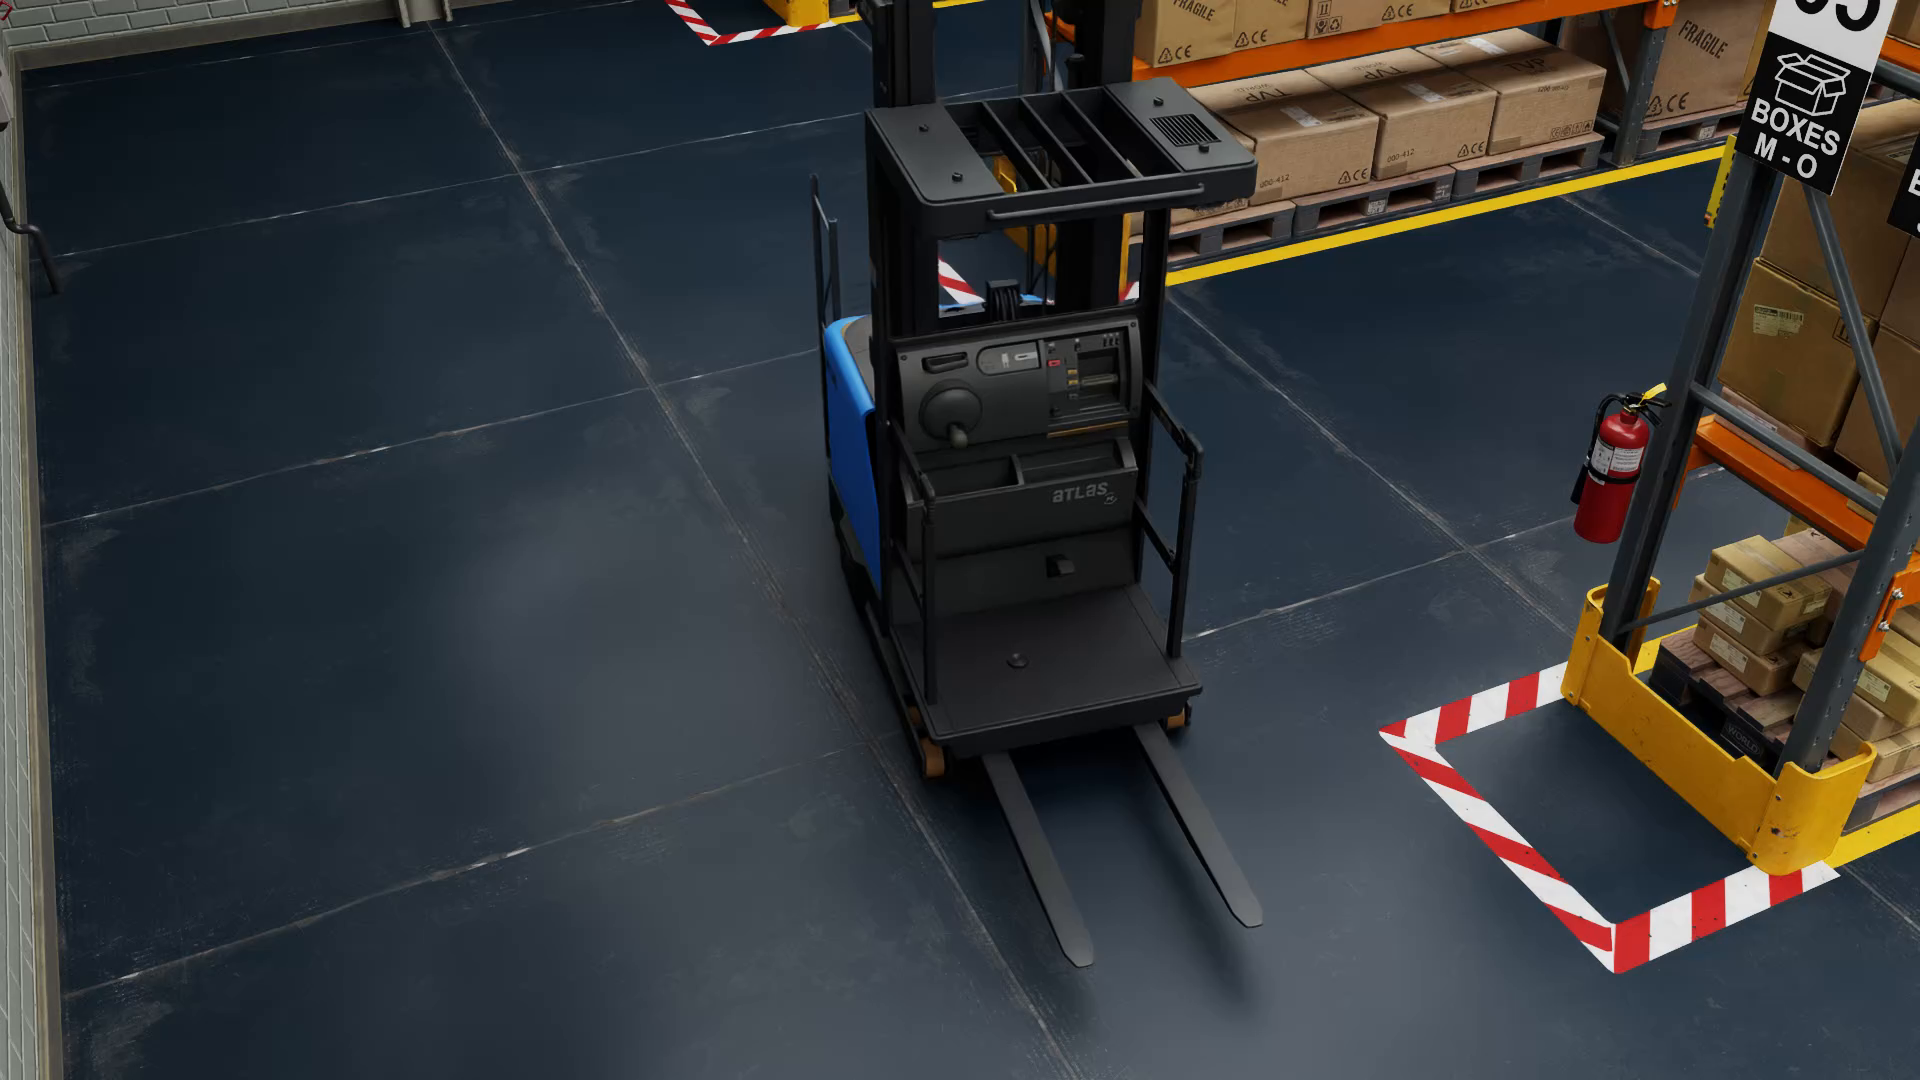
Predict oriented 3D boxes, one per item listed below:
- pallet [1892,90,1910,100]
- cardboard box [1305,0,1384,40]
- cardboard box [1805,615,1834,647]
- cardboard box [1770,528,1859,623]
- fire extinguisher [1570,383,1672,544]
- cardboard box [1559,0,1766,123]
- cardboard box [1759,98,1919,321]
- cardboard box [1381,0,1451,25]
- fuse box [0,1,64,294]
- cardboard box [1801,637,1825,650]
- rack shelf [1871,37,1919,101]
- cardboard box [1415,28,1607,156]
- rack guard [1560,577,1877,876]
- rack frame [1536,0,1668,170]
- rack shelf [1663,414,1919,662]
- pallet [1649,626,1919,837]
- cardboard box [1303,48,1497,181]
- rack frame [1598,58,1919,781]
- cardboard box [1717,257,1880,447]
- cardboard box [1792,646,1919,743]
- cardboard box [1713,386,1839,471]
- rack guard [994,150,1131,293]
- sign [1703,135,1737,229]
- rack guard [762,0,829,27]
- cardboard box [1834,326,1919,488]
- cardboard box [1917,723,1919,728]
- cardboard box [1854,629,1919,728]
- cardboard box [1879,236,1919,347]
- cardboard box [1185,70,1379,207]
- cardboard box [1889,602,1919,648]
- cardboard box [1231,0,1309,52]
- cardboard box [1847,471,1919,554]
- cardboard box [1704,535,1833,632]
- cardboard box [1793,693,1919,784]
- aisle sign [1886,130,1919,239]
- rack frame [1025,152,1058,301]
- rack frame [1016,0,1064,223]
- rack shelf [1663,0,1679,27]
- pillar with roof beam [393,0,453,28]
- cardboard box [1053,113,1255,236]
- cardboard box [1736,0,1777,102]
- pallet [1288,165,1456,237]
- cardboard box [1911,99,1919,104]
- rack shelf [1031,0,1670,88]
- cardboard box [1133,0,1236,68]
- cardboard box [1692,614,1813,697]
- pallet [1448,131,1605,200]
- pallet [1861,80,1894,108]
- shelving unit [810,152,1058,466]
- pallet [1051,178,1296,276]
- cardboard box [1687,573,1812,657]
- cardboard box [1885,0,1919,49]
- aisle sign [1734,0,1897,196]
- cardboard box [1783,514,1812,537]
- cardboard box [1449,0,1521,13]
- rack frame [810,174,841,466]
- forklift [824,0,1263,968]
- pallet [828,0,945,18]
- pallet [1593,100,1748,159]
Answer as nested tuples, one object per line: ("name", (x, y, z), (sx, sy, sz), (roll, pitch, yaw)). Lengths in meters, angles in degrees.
("pallet", (7.107, -3.689, 12.547), (1.213, 0.211, 1.003), (-16, 39, -20))
("cardboard box", (2.081, -3.212, 9.479), (0.500, 0.500, 0.500), (-16, 39, -20))
("cardboard box", (3.421, 0.233, 6.709), (0.250, 0.149, 0.380), (-17, 40, -21))
("cardboard box", (3.429, 0.135, 6.591), (0.250, 0.149, 0.380), (-15, 39, -19))
("fire extinguisher", (2.381, -0.304, 6.019), (0.183, 0.674, 0.296), (-16, 39, -20))
("cardboard box", (4.759, -3.471, 11.343), (0.875, 0.875, 0.875), (-14, 39, -19))
("cardboard box", (3.114, -1.111, 5.556), (0.500, 0.500, 0.500), (-16, 40, -21))
("cardboard box", (2.527, -3.348, 9.662), (0.500, 0.500, 0.500), (-14, 39, -18))
("fuse box", (-5.245, -2.156, 9.220), (0.414, 1.711, 0.539), (-16, 39, -20))
("cardboard box", (3.383, 0.312, 6.852), (0.250, 0.149, 0.380), (-14, 39, -19))
("rack shelf", (4.616, -1.721, 5.639), (4.000, 0.370, 1.077), (-16, 39, -20))
("cardboard box", (3.617, -2.994, 11.067), (0.875, 0.438, 0.875), (-16, 40, -21))
("rack guard", (2.874, 0.685, 6.406), (0.348, 0.500, 1.175), (-16, 39, -20))
("rack frame", (4.231, -3.956, 10.565), (0.127, 3.000, 1.000), (-16, 39, -20))
("rack shelf", (4.616, -0.517, 6.532), (4.000, 0.370, 1.077), (-16, 39, -20))
("pallet", (3.624, 0.615, 6.744), (1.213, 0.211, 1.003), (-16, 39, -20))
("cardboard box", (2.807, -2.767, 10.761), (0.875, 0.438, 0.875), (-17, 40, -21))
("rack frame", (2.805, -0.299, 5.636), (0.127, 3.000, 1.000), (-16, 39, -20))
("cardboard box", (3.103, -0.711, 5.858), (0.500, 0.500, 0.500), (-15, 39, -19))
("cardboard box", (3.388, 0.563, 6.263), (0.250, 0.149, 0.380), (-14, 39, -18))
("cardboard box", (2.980, -0.433, 6.027), (0.250, 0.149, 0.380), (-16, 39, -20))
("rack guard", (0.589, -1.933, 9.937), (0.348, 0.500, 1.175), (-16, 39, -20))
("sign", (2.587, -1.196, 5.607), (0.005, 0.325, 0.100), (-16, 39, -20))
("rack guard", (-1.433, -4.634, 13.579), (0.348, 0.500, 1.175), (-16, 39, -20))
("cardboard box", (3.329, -0.424, 5.470), (0.500, 0.500, 0.500), (-14, 39, -18))
("cardboard box", (3.618, 0.607, 6.455), (0.250, 0.149, 0.380), (-16, 39, -20))
("cardboard box", (3.424, 0.489, 6.114), (0.250, 0.149, 0.380), (-17, 40, -22))
("cardboard box", (3.324, -0.831, 5.180), (0.500, 0.500, 0.500), (-16, 39, -20))
("cardboard box", (1.990, -2.540, 10.455), (0.875, 0.438, 0.875), (-15, 39, -19))
("cardboard box", (3.622, 0.354, 6.296), (0.250, 0.149, 0.380), (-15, 39, -19))
("cardboard box", (1.613, -3.093, 9.318), (0.500, 0.500, 0.500), (-16, 40, -21))
("cardboard box", (3.238, -0.104, 5.583), (0.250, 0.149, 0.380), (-16, 39, -20))
("cardboard box", (3.177, 0.167, 6.548), (0.250, 0.149, 0.380), (-15, 39, -19))
("cardboard box", (3.415, 0.717, 6.306), (0.250, 0.149, 0.380), (-15, 39, -19))
("aisle sign", (2.866, -1.163, 4.618), (0.004, 0.787, 0.394), (-16, 39, -20))
("rack frame", (0.389, -1.037, 7.889), (0.032, 1.500, 0.500), (-8, 37, -11))
("rack frame", (0.610, -2.943, 9.200), (0.127, 3.000, 1.000), (-16, 39, -20))
("rack shelf", (6.042, -4.173, 11.462), (4.000, 0.370, 1.077), (-16, 39, -20))
("pillar with roof beam", (-2.497, -5.511, 7.626), (0.400, 9.000, 9.100), (-16, 39, -20))
("cardboard box", (1.165, -2.304, 10.136), (0.875, 0.438, 0.875), (-17, 40, -21))
("cardboard box", (5.573, -3.704, 11.657), (0.875, 0.875, 0.875), (-14, 39, -19))
("pallet", (2.404, -2.374, 10.774), (1.213, 0.211, 1.003), (-16, 39, -20))
("cardboard box", (3.572, -1.239, 5.729), (0.500, 0.500, 0.500), (-17, 40, -21))
("rack shelf", (2.421, -3.161, 10.097), (4.000, 0.370, 1.077), (-16, 39, -20))
("cardboard box", (1.167, -2.950, 9.125), (0.500, 0.500, 0.500), (-16, 39, -20))
("cardboard box", (3.193, 0.431, 6.691), (0.250, 0.149, 0.380), (-15, 39, -19))
("pallet", (3.510, -2.685, 11.193), (1.213, 0.211, 1.003), (-16, 39, -20))
("pallet", (6.004, -3.383, 12.134), (1.213, 0.211, 1.003), (-16, 39, -20))
("shelving unit", (-0.104, -0.964, 7.791), (1.048, 1.500, 0.538), (-8, 37, -11))
("pallet", (1.301, -2.068, 10.361), (1.213, 0.211, 1.003), (-16, 39, -20))
("cardboard box", (3.162, 0.270, 6.659), (0.250, 0.149, 0.380), (-17, 40, -21))
("cardboard box", (3.104, -1.702, 5.134), (0.500, 0.250, 0.500), (-16, 40, -21))
("aisle sign", (2.612, -1.487, 5.054), (0.004, 0.787, 0.394), (-16, 39, -20))
("cardboard box", (3.609, 0.001, 6.772), (0.250, 0.149, 0.380), (-16, 40, -21))
("cardboard box", (3.008, -3.472, 9.830), (0.500, 0.500, 0.500), (-16, 40, -21))
("rack frame", (-0.598, -0.891, 7.693), (0.032, 1.500, 0.500), (-8, 37, -11))
("forklift", (0.289, -0.511, 5.978), (1.130, 2.935, 3.031), (-10, 38, -13))
("pallet", (-0.712, -4.721, 13.937), (1.213, 0.211, 1.003), (-16, 39, -20))
("pallet", (4.898, -3.072, 11.714), (1.213, 0.211, 1.003), (-16, 39, -20))
